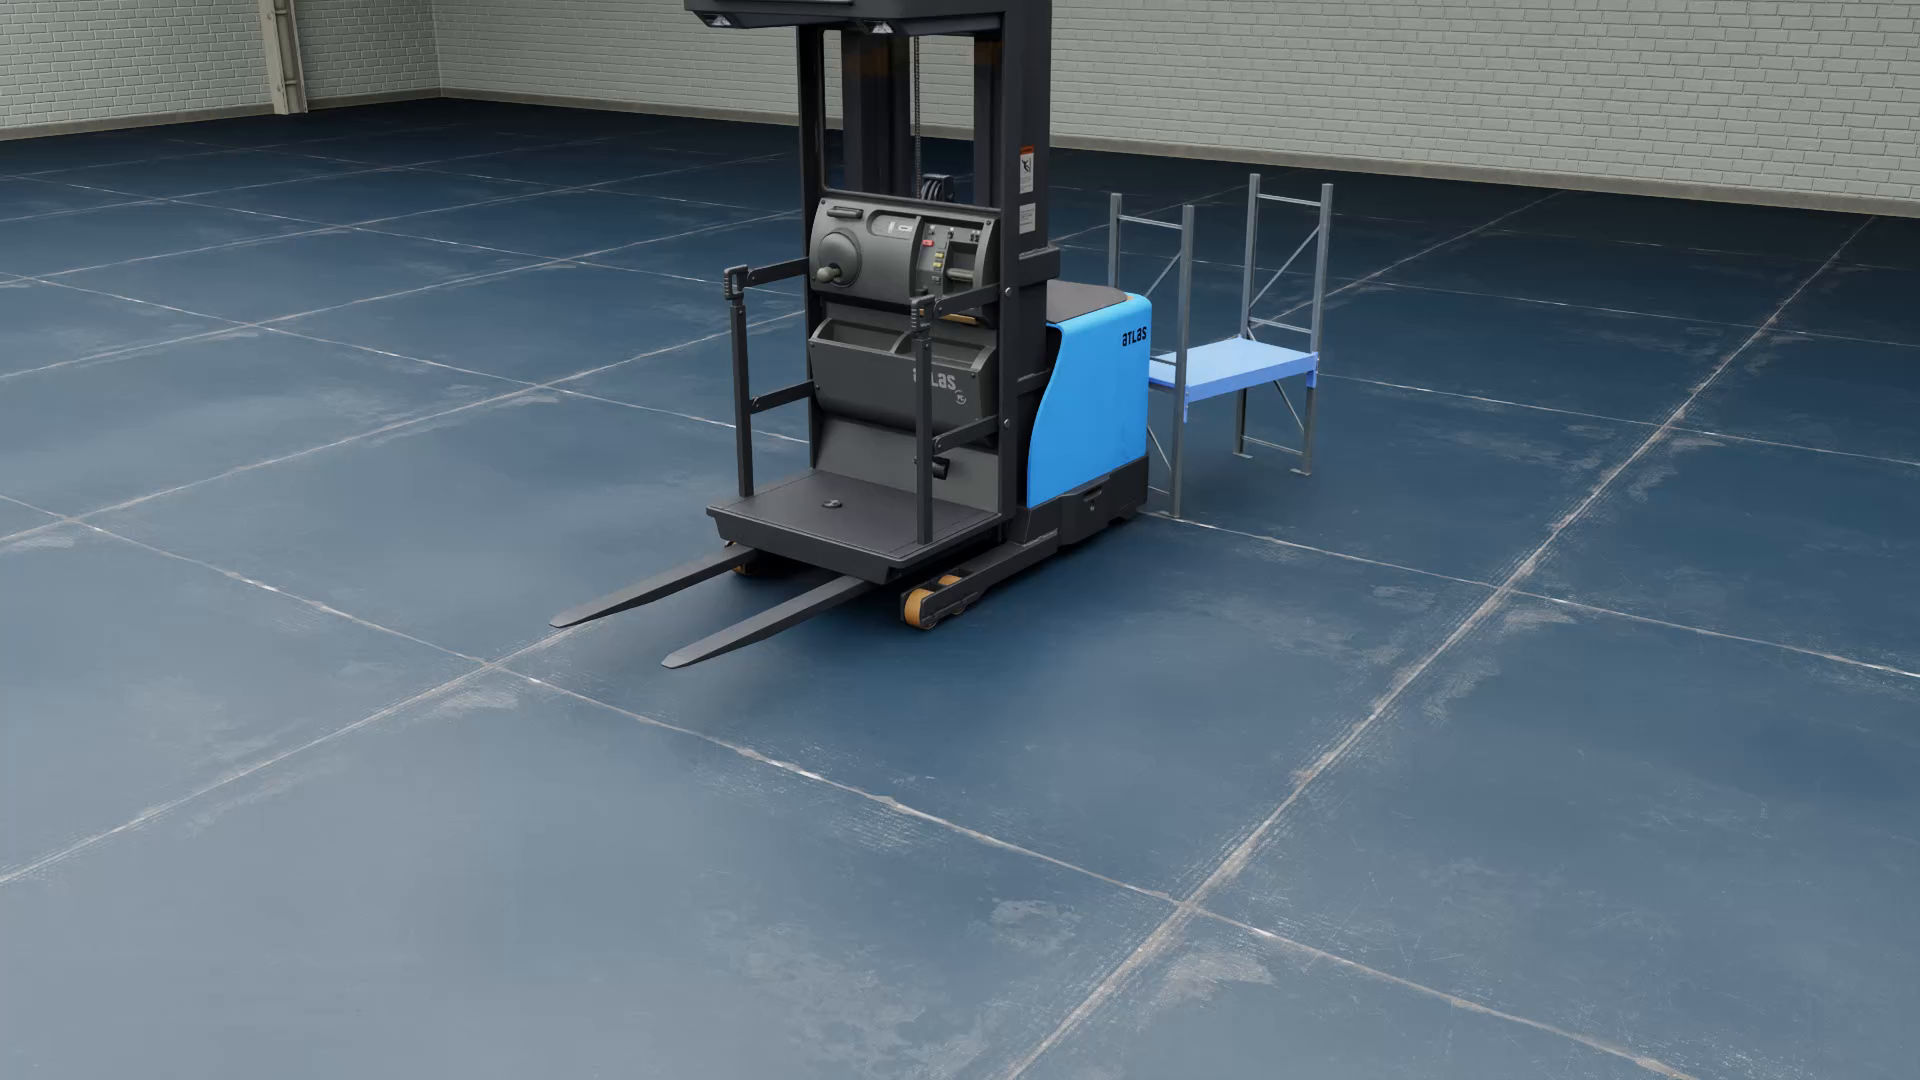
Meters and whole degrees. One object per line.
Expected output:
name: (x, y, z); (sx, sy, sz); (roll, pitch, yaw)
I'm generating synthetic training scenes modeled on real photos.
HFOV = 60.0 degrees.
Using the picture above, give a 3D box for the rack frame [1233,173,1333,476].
rack frame: (1.657, -1.105, 8.591); (0.032, 1.500, 0.500); (-17, 26, -38)

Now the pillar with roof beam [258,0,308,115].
pillar with roof beam: (-6.665, -9.911, 21.588); (9.100, 9.000, 0.400); (13, 24, 32)

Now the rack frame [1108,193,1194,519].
rack frame: (0.889, -0.874, 7.967); (0.032, 1.500, 0.500); (-17, 26, -38)

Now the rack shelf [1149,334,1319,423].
rack shelf: (1.273, -0.821, 8.341); (1.000, 0.185, 0.538); (-17, 26, -38)

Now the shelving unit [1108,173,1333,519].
shelving unit: (1.273, -0.990, 8.279); (1.048, 1.500, 0.538); (-17, 26, -38)

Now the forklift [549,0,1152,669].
forklift: (-0.377, -1.201, 6.787); (1.130, 2.935, 3.031); (15, 25, 34)
